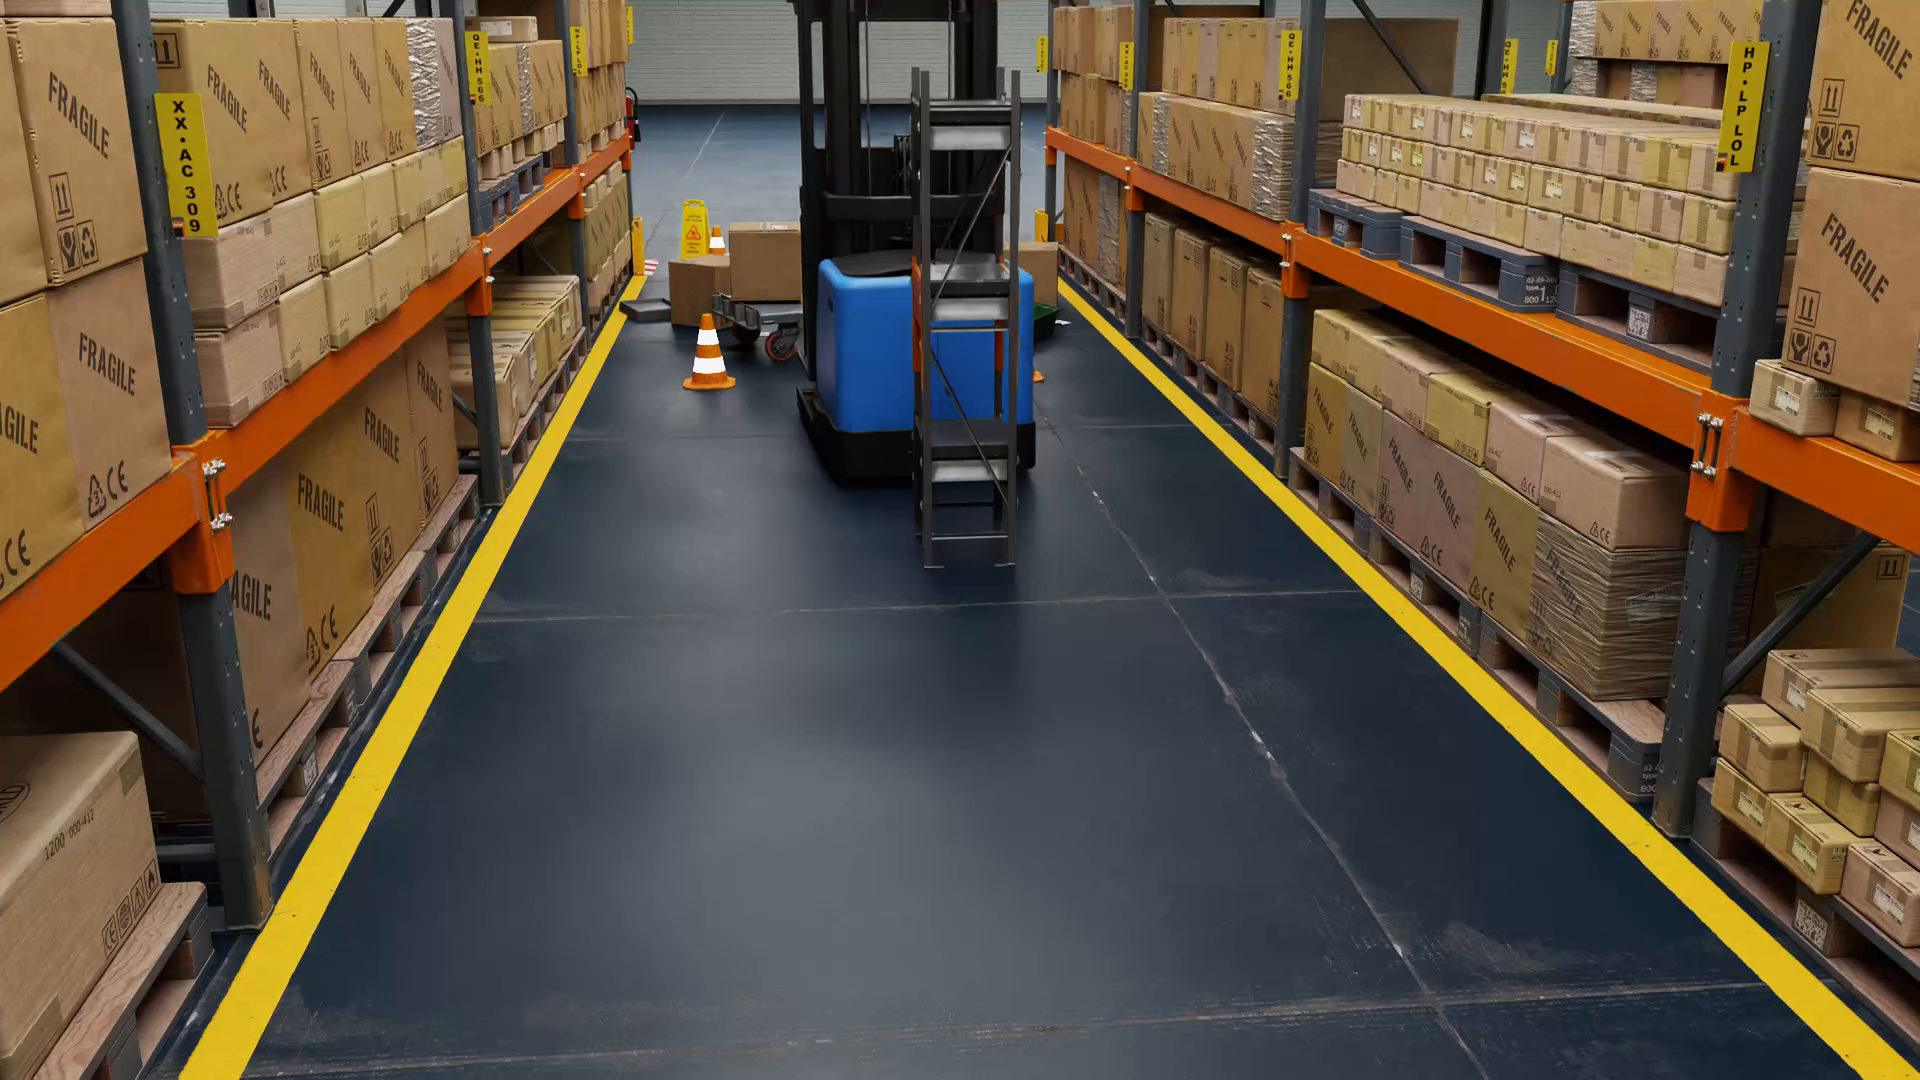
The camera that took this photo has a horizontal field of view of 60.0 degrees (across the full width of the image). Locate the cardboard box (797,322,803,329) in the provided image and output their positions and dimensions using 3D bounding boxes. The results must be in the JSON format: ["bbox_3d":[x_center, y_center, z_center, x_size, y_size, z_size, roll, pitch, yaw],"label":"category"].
[{"bbox_3d":[-1.118,-1.787,12.925,0.396,0.266,0.258,16,24,42],"label":"cardboard box"}]

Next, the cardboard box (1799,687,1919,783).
[{"bbox_3d":[2.369,0.487,4.183,0.380,0.149,0.250,-1,17,-3],"label":"cardboard box"}]

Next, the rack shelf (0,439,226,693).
[{"bbox_3d":[-2.137,0.540,2.149,1.077,0.370,4.000,-2,18,-6],"label":"rack shelf"}]

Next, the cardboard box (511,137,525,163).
[{"bbox_3d":[-2.723,-2.257,9.576,0.380,0.149,0.250,-1,17,-4],"label":"cardboard box"}]

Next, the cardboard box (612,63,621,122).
[{"bbox_3d":[-3.204,-3.861,14.304,0.500,0.500,0.500,-2,18,-6],"label":"cardboard box"}]

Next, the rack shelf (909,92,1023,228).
[{"bbox_3d":[0.017,-1.607,7.000,0.431,0.518,0.480,-2,18,-6],"label":"rack shelf"}]

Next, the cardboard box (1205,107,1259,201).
[{"bbox_3d":[1.742,-2.245,9.653,0.500,0.500,0.500,-2,18,-7],"label":"cardboard box"}]

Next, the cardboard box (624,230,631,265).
[{"bbox_3d":[-3.228,-2.623,14.913,0.500,0.250,0.500,-2,18,-6],"label":"cardboard box"}]

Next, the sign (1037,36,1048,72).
[{"bbox_3d":[0.779,-4.593,15.720,0.100,0.325,0.005,-2,18,-6],"label":"sign"}]

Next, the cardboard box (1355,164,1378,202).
[{"bbox_3d":[2.030,-1.635,7.594,0.380,0.149,0.250,-1,17,-3],"label":"cardboard box"}]

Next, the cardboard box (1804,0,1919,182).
[{"bbox_3d":[2.374,-1.107,3.861,0.500,0.500,0.500,-1,17,-4],"label":"cardboard box"}]

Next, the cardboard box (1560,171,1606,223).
[{"bbox_3d":[2.249,-1.151,5.556,0.380,0.149,0.250,-2,18,-7],"label":"cardboard box"}]

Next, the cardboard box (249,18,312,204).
[{"bbox_3d":[-2.183,-1.214,4.701,0.500,0.500,0.500,-2,18,-6],"label":"cardboard box"}]

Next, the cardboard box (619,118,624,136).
[{"bbox_3d":[-3.193,-3.677,14.802,0.380,0.149,0.250,-2,18,-6],"label":"cardboard box"}]

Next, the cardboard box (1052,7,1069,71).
[{"bbox_3d":[1.332,-4.632,15.370,0.875,0.550,0.550,-2,18,-6],"label":"cardboard box"}]

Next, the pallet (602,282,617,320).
[{"bbox_3d":[-3.402,-2.015,13.744,1.003,0.211,1.213,-2,18,-6],"label":"pallet"}]

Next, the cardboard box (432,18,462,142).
[{"bbox_3d":[-2.442,-1.969,7.106,0.500,0.500,0.500,-2,18,-7],"label":"cardboard box"}]

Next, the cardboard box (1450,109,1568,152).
[{"bbox_3d":[2.149,-1.603,6.499,0.380,0.149,0.250,-1,17,-4],"label":"cardboard box"}]

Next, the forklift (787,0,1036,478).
[{"bbox_3d":[-0.383,-2.112,9.512,1.130,2.935,3.031,-3,18,-10],"label":"forklift"}]

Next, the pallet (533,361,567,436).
[{"bbox_3d":[-2.958,-0.856,10.050,1.003,0.211,1.213,-2,18,-6],"label":"pallet"}]

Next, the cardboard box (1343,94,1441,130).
[{"bbox_3d":[2.013,-1.993,7.742,0.380,0.149,0.250,-2,18,-6],"label":"cardboard box"}]

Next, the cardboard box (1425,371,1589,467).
[{"bbox_3d":[2.133,-0.472,6.393,0.500,0.250,0.500,-3,18,-8],"label":"cardboard box"}]

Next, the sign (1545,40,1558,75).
[{"bbox_3d":[5.736,-4.676,16.120,0.100,0.325,0.005,-2,18,-6],"label":"sign"}]

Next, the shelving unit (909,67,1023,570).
[{"bbox_3d":[0.017,-0.952,7.205,0.431,2.100,0.503,-2,18,-6],"label":"shelving unit"}]

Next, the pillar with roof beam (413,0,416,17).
[{"bbox_3d":[-7.536,-13.730,36.387,9.100,9.000,0.400,-2,18,-6],"label":"pillar with roof beam"}]

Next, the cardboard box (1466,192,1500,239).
[{"bbox_3d":[2.167,-1.242,6.344,0.380,0.149,0.250,-2,18,-7],"label":"cardboard box"}]

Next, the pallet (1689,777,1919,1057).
[{"bbox_3d":[2.674,0.948,4.306,1.003,0.211,1.213,-2,18,-6],"label":"pallet"}]

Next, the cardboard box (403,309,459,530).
[{"bbox_3d":[-2.767,-0.569,7.327,0.875,0.875,0.875,-2,18,-6],"label":"cardboard box"}]

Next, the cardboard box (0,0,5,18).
[{"bbox_3d":[-2.076,-1.069,3.156,0.380,0.149,0.250,-1,17,-4],"label":"cardboard box"}]

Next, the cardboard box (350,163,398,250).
[{"bbox_3d":[-2.270,-1.162,5.786,0.500,0.250,0.500,-2,18,-7],"label":"cardboard box"}]

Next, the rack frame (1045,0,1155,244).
[{"bbox_3d":[1.332,-4.157,15.911,1.000,3.000,0.127,-2,18,-6],"label":"rack frame"}]

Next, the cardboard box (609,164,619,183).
[{"bbox_3d":[-3.112,-3.117,14.152,0.380,0.149,0.250,-1,17,-5],"label":"cardboard box"}]

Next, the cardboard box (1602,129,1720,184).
[{"bbox_3d":[2.281,-1.217,5.270,0.380,0.149,0.250,-2,18,-7],"label":"cardboard box"}]

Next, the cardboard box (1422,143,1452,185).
[{"bbox_3d":[2.119,-1.536,6.784,0.380,0.149,0.250,-2,18,-6],"label":"cardboard box"}]

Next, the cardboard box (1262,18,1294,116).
[{"bbox_3d":[2.067,-2.583,9.061,0.700,0.500,0.500,-2,18,-6],"label":"cardboard box"}]

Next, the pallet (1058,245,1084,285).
[{"bbox_3d":[1.492,-2.591,15.577,1.003,0.211,1.213,-2,18,-6],"label":"pallet"}]

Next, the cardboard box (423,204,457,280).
[{"bbox_3d":[-2.377,-1.225,6.820,0.500,0.250,0.500,-1,17,-5],"label":"cardboard box"}]

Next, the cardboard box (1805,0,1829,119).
[{"bbox_3d":[6.631,-3.334,11.586,1.000,1.000,1.000,-2,18,-5],"label":"cardboard box"}]

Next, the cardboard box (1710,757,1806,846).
[{"bbox_3d":[2.288,0.696,4.510,0.380,0.149,0.250,-3,18,-8],"label":"cardboard box"}]

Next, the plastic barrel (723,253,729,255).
[{"bbox_3d":[-1.862,-2.176,13.902,0.512,0.421,0.421,11,21,32],"label":"plastic barrel"}]

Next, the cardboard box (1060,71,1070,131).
[{"bbox_3d":[1.374,-4.910,15.125,1.002,2.307,0.870,-2,18,-6],"label":"cardboard box"}]

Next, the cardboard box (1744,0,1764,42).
[{"bbox_3d":[6.368,-3.881,12.697,0.500,0.500,0.500,-2,18,-6],"label":"cardboard box"}]

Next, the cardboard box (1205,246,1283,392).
[{"bbox_3d":[2.090,-1.345,10.009,1.050,0.750,0.750,-2,17,-5],"label":"cardboard box"}]

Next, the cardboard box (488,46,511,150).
[{"bbox_3d":[-2.633,-2.277,8.557,0.500,0.500,0.500,-1,17,-3],"label":"cardboard box"}]

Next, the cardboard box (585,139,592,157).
[{"bbox_3d":[-3.008,-2.993,12.622,0.380,0.149,0.250,-1,17,-4],"label":"cardboard box"}]

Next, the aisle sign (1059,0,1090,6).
[{"bbox_3d":[1.026,-5.409,15.559,0.394,0.787,0.004,-2,18,-6],"label":"aisle sign"}]

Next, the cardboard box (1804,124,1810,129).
[{"bbox_3d":[2.905,-1.312,5.572,0.380,0.149,0.250,-2,18,-6],"label":"cardboard box"}]

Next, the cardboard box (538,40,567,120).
[{"bbox_3d":[-2.893,-3.042,10.993,0.500,0.500,0.500,-2,18,-7],"label":"cardboard box"}]

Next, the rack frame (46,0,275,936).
[{"bbox_3d":[-2.343,-0.399,3.940,1.000,3.000,0.127,-2,18,-6],"label":"rack frame"}]

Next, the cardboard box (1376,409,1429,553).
[{"bbox_3d":[2.089,-0.260,6.970,0.500,0.500,0.500,-2,18,-7],"label":"cardboard box"}]

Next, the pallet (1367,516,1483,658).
[{"bbox_3d":[2.359,0.152,6.839,1.003,0.211,1.213,-2,18,-6],"label":"pallet"}]

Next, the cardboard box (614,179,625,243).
[{"bbox_3d":[-3.182,-2.834,14.335,0.500,0.500,0.500,-1,17,-4],"label":"cardboard box"}]

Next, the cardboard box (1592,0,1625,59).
[{"bbox_3d":[6.106,-4.625,15.070,0.500,0.500,0.500,-2,18,-6],"label":"cardboard box"}]

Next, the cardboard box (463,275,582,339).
[{"bbox_3d":[-3.112,-1.573,11.365,0.950,0.372,0.625,-2,17,-5],"label":"cardboard box"}]

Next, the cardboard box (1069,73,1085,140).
[{"bbox_3d":[1.427,-3.786,14.477,0.875,0.550,0.550,-2,18,-6],"label":"cardboard box"}]

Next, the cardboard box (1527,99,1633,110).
[{"bbox_3d":[2.714,-1.853,7.297,0.380,0.149,0.250,-1,17,-4],"label":"cardboard box"}]
